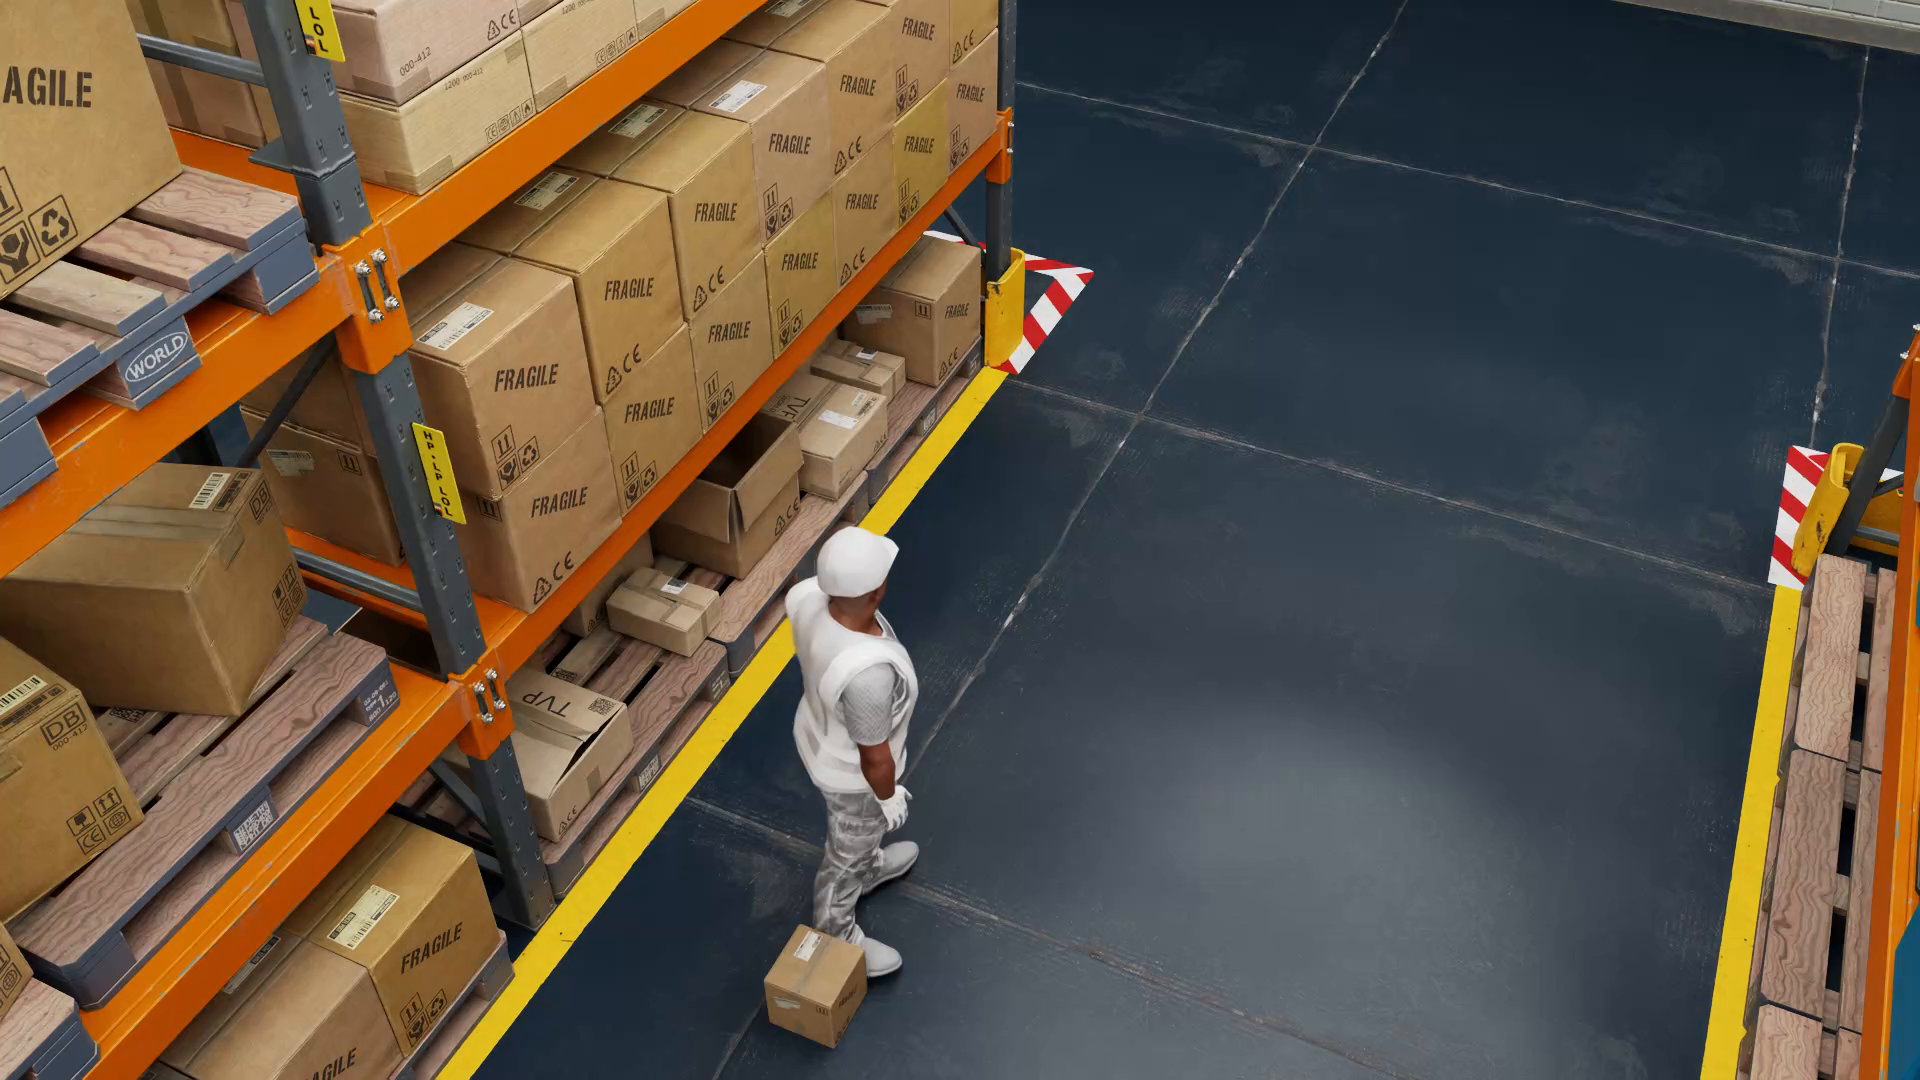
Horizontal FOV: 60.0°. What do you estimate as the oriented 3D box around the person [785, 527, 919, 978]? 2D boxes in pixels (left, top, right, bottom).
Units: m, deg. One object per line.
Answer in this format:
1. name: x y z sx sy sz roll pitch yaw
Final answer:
1. person: -0.319 0.667 5.360 0.485 1.785 0.584 -13 43 -14
